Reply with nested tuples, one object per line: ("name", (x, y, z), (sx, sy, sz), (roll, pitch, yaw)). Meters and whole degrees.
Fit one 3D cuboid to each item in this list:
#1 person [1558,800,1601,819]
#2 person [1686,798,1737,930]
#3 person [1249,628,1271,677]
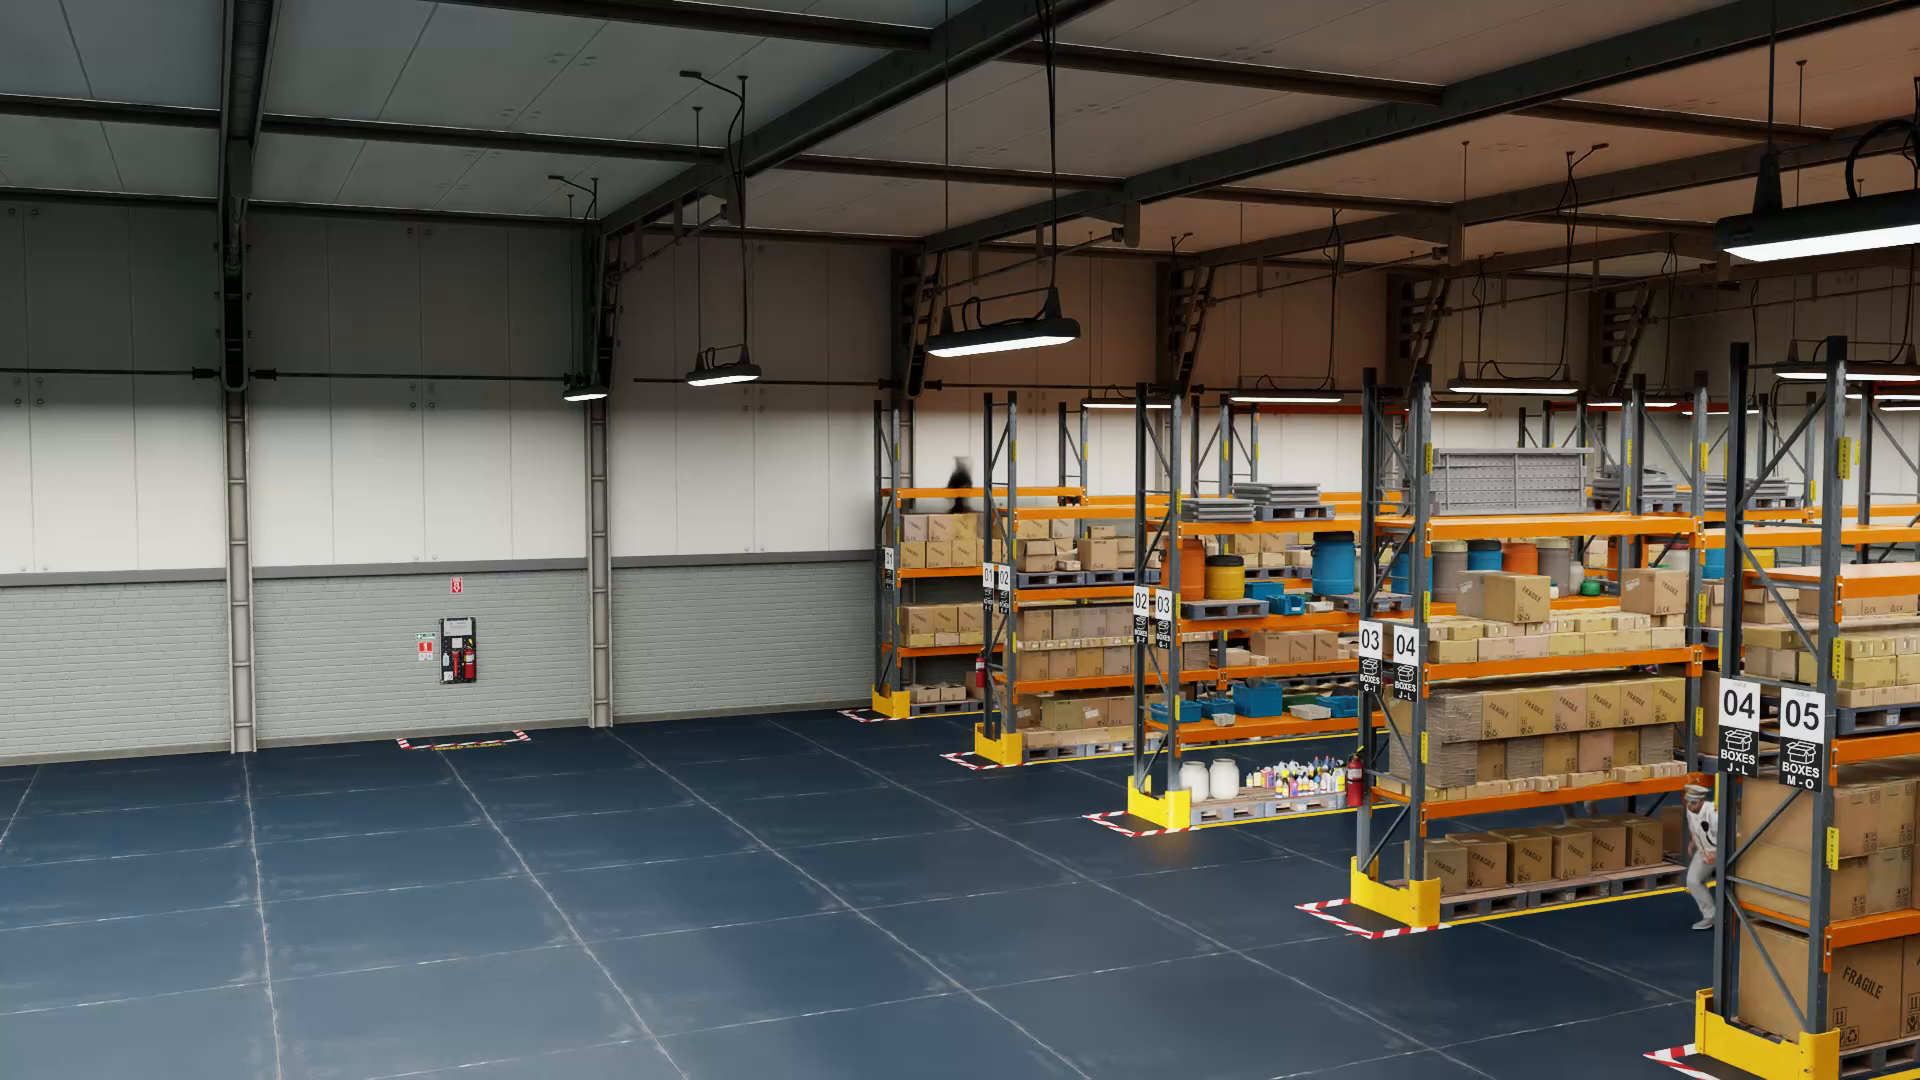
("person", (8.075, 3.144, 21.554), (0.664, 1.567, 0.605), (-2, 4, -31))
("person", (8.148, 3.371, 17.765), (1.090, 1.550, 0.654), (-2, 4, -26))
("person", (5.849, 2.406, 32.234), (0.711, 1.790, 0.667), (-3, 4, -38))
